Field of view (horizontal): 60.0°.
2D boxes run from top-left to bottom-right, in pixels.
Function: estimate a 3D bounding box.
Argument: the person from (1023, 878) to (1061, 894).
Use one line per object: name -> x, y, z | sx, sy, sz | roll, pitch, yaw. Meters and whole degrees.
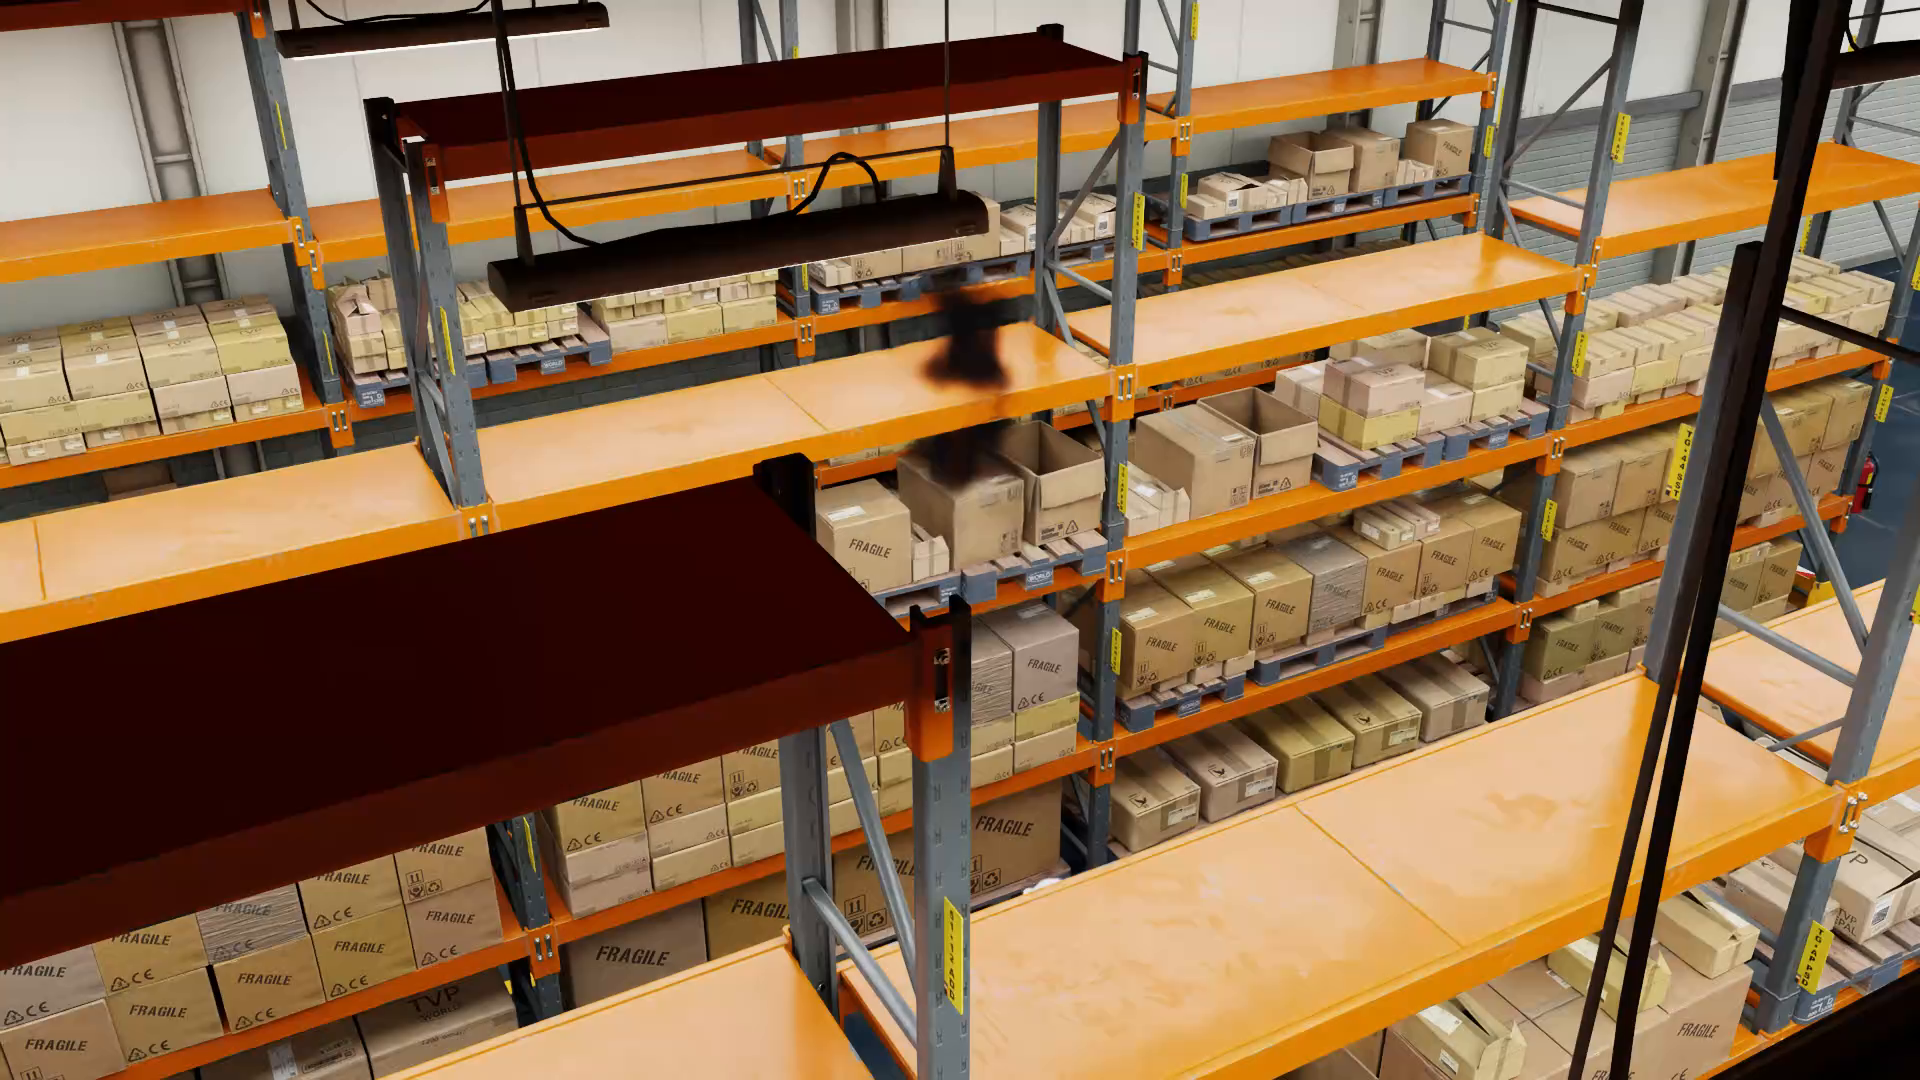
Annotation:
person -> 0.648, 2.740, 9.990 | 0.747, 1.769, 0.700 | -11, 30, -20
